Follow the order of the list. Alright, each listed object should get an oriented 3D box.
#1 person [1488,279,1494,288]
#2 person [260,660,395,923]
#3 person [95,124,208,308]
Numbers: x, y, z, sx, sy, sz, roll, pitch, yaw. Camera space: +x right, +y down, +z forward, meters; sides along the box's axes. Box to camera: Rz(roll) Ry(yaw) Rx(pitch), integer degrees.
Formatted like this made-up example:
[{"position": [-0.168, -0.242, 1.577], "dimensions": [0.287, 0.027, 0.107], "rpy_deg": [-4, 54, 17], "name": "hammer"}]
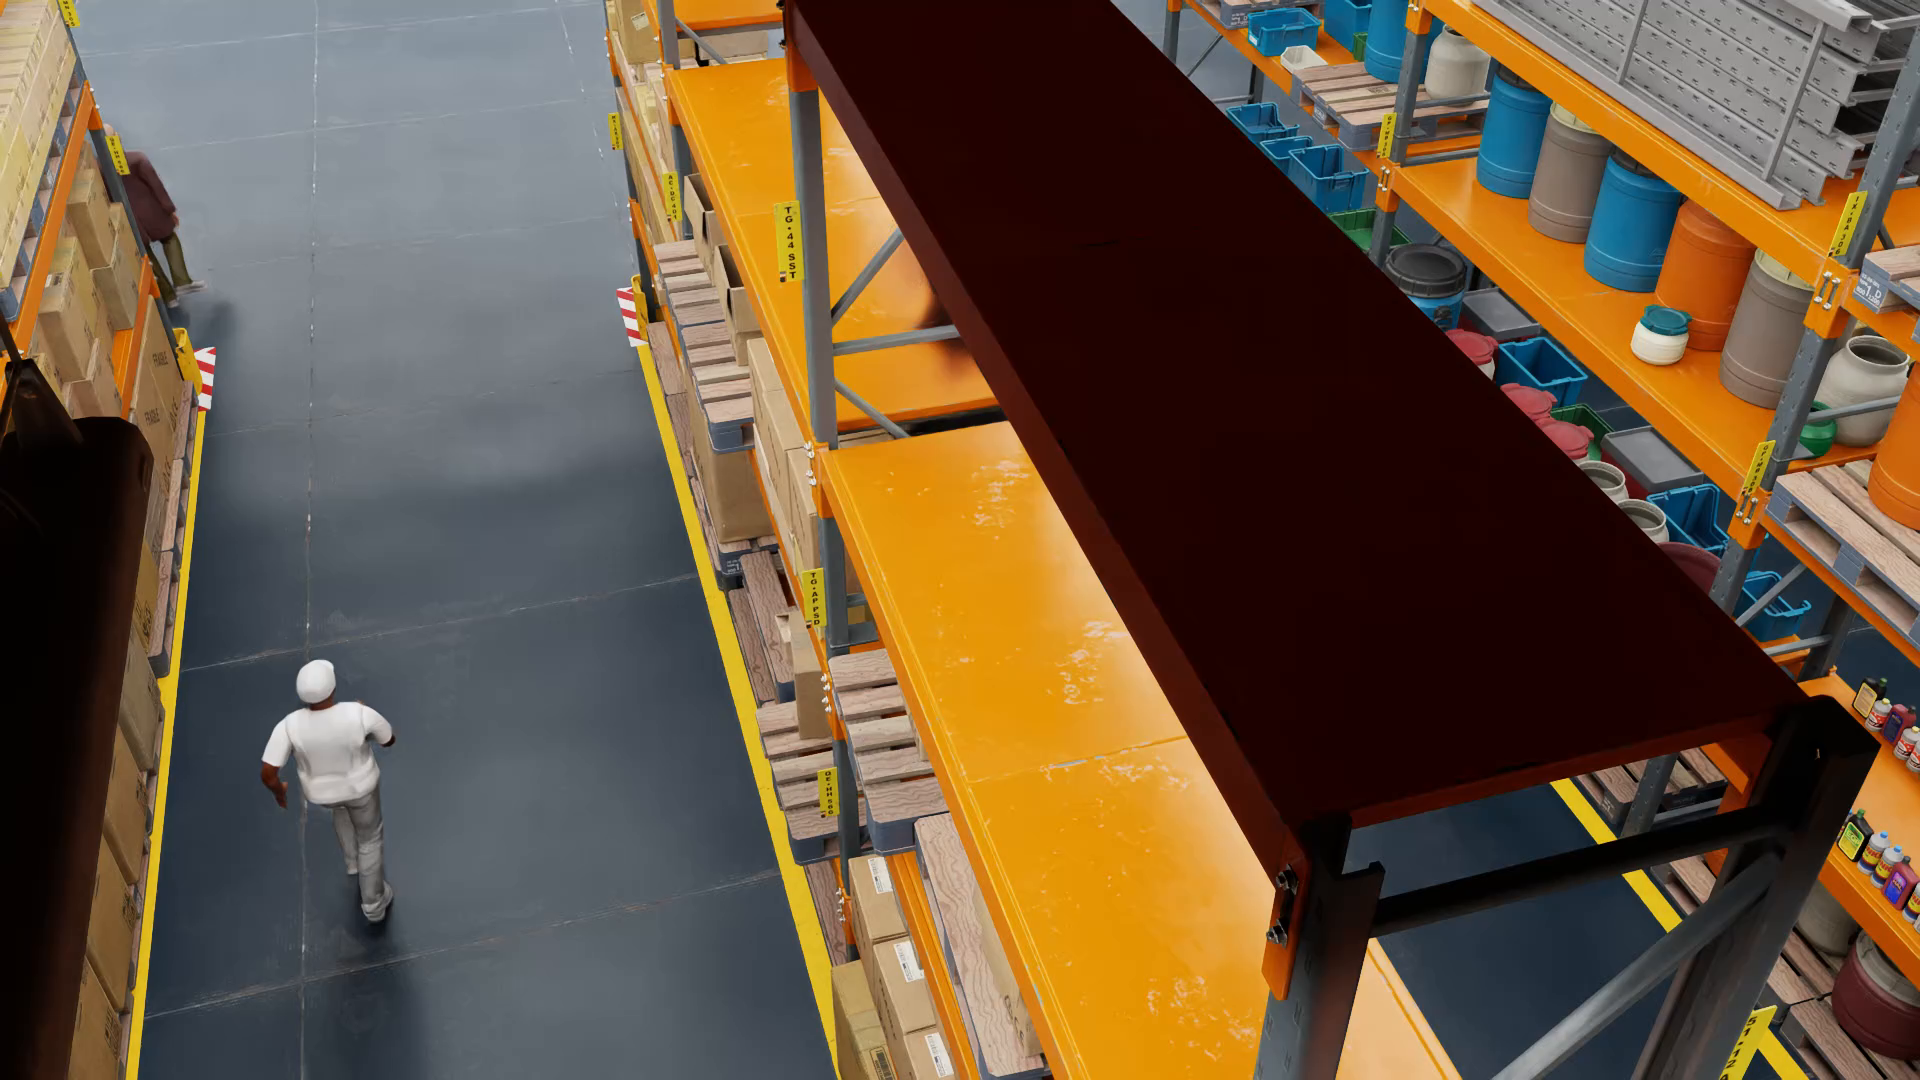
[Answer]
[{"position": [5.081, -2.898, 15.074], "dimensions": [0.786, 1.844, 0.718], "rpy_deg": [-32, 48, -33], "name": "person"}, {"position": [-3.574, 1.402, 9.646], "dimensions": [0.675, 1.787, 0.803], "rpy_deg": [-6, 39, -7], "name": "person"}, {"position": [-7.421, -2.924, 15.102], "dimensions": [0.692, 1.801, 0.534], "rpy_deg": [-21, 43, -24], "name": "person"}]
